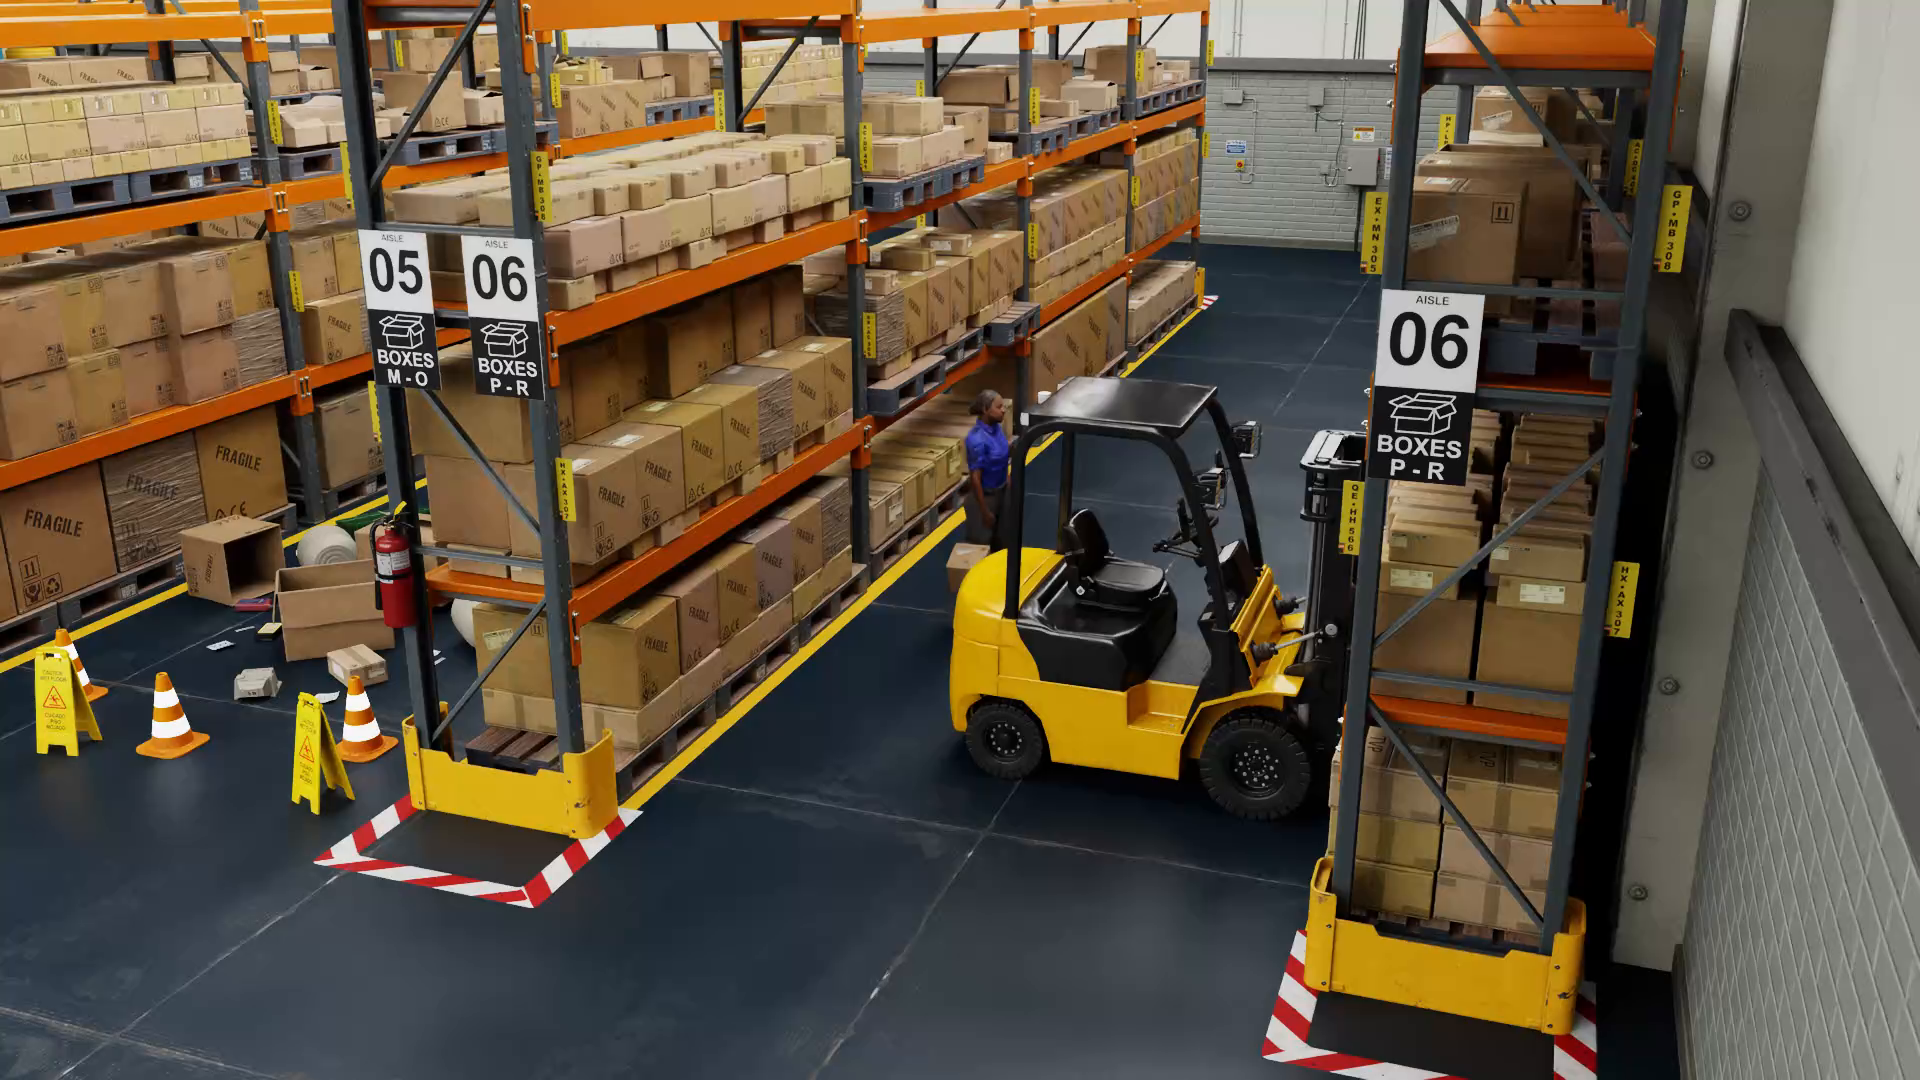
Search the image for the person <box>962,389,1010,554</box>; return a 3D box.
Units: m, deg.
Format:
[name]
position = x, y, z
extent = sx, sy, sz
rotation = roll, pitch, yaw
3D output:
[person]
position = 0.210, -0.222, 11.661
extent = 0.398, 1.666, 0.527
rotation = 9, 21, 24
